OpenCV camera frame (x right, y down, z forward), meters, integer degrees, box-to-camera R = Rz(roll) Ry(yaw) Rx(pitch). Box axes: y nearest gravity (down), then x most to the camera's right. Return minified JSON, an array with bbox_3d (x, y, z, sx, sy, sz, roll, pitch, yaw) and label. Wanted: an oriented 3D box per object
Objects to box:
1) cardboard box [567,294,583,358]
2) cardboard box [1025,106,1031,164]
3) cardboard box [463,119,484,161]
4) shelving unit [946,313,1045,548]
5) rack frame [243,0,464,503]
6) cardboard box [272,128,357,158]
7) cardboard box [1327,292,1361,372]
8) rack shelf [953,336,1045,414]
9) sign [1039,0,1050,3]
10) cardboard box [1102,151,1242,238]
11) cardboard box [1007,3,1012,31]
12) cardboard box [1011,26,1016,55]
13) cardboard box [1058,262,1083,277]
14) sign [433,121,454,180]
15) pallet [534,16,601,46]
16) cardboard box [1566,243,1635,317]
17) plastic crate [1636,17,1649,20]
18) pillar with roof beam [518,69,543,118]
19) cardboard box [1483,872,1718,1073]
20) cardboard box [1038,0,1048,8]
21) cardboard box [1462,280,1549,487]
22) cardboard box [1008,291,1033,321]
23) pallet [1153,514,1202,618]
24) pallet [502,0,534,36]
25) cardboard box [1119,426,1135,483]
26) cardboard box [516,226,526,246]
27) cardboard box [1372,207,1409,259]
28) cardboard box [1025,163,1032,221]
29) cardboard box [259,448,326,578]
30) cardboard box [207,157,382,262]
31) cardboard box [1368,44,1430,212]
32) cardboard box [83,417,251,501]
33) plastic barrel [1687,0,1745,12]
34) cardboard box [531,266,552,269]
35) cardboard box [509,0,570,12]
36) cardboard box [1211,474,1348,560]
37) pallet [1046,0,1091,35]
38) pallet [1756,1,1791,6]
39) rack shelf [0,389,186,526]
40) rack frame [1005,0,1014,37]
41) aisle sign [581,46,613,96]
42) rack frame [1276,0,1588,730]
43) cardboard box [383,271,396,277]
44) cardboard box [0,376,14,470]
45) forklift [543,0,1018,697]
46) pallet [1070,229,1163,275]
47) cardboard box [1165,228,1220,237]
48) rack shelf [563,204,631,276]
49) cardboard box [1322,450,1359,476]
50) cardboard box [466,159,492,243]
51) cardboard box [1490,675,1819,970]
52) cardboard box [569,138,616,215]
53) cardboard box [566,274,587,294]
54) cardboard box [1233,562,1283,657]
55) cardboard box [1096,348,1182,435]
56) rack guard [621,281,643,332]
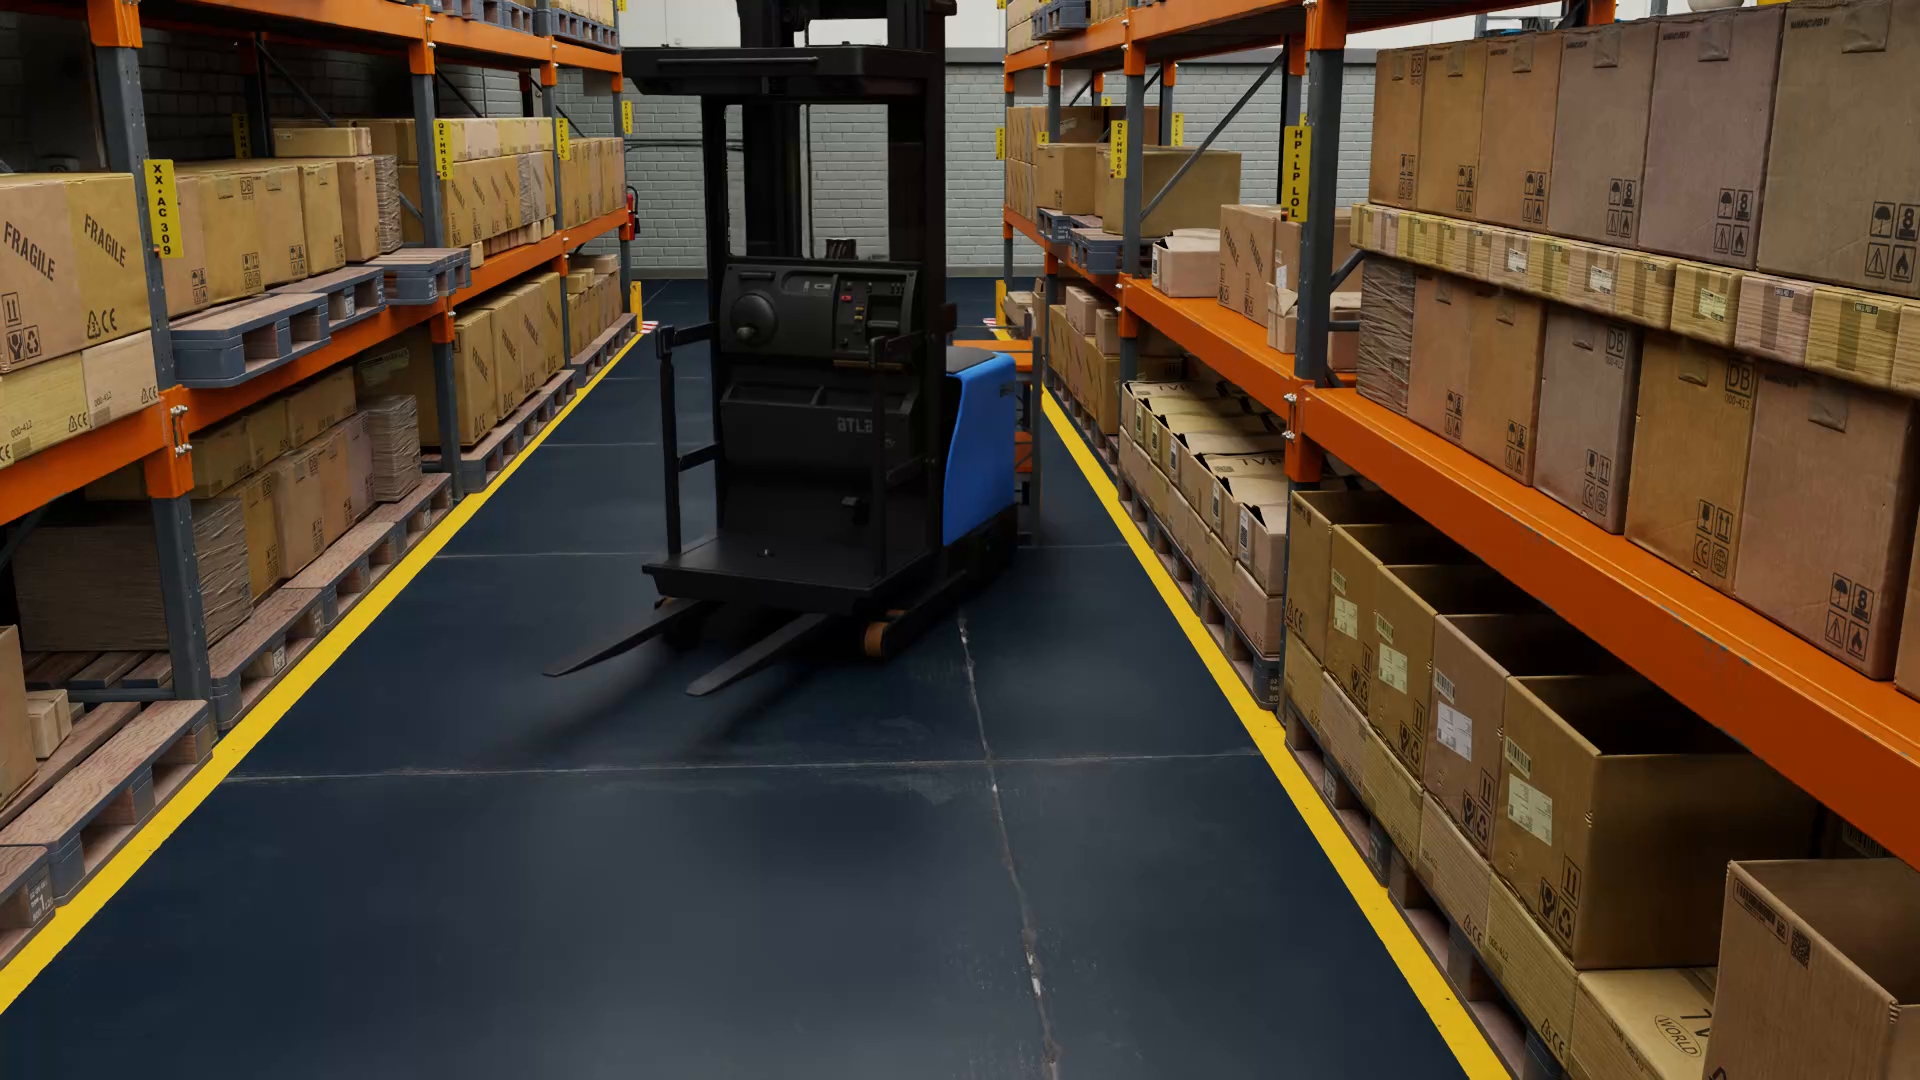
[{"bbox_3d":[-3.668,-1.856,14.393,0.700,0.500,0.500,-1,14,-3],"label":"cardboard box"},{"bbox_3d":[0.864,-3.660,15.024,0.500,0.500,0.500,-1,14,-3],"label":"cardboard box"},{"bbox_3d":[-3.281,-2.496,10.367,0.500,0.250,0.500,-1,14,-4],"label":"cardboard box"},{"bbox_3d":[0.167,-0.634,9.233,0.538,1.125,1.048,0,14,-1],"label":"shelving unit"},{"bbox_3d":[-3.477,-1.681,9.538,1.000,3.000,0.127,-1,14,-3],"label":"rack frame"},{"bbox_3d":[-3.391,-2.091,8.748,0.380,0.149,0.250,-3,15,-13],"label":"cardboard box"},{"bbox_3d":[1.641,-0.812,6.465,0.500,0.250,0.500,0,14,0],"label":"cardboard box"},{"bbox_3d":[0.167,-0.918,9.160,0.538,0.278,1.000,0,14,-1],"label":"rack shelf"},{"bbox_3d":[0.678,-4.446,13.227,0.100,0.325,0.005,-1,14,-3],"label":"sign"},{"bbox_3d":[1.316,-2.165,10.376,0.700,0.500,0.500,-6,16,-22],"label":"cardboard box"},{"bbox_3d":[0.744,-5.238,16.642,0.500,0.250,0.500,-1,14,-3],"label":"cardboard box"},{"bbox_3d":[0.768,-4.871,16.221,0.500,0.250,0.500,-1,14,-3],"label":"cardboard box"},{"bbox_3d":[1.251,-2.619,17.318,0.500,0.500,0.500,-1,14,-3],"label":"cardboard box"},{"bbox_3d":[-2.936,-2.214,9.446,0.100,0.325,0.005,-1,14,-3],"label":"sign"},{"bbox_3d":[-3.837,-4.591,15.010,1.003,0.211,1.213,-1,14,-3],"label":"pallet"},{"bbox_3d":[1.651,-0.609,3.870,0.380,0.149,0.250,-1,14,-4],"label":"cardboard box"},{"bbox_3d":[6.360,-4.531,14.859,0.497,0.269,0.590,-1,14,-3],"label":"plastic crate"},{"bbox_3d":[-0.706,-7.300,19.340,9.100,9.000,0.400,-1,14,-3],"label":"pillar with roof beam"},{"bbox_3d":[1.559,0.983,3.863,0.500,0.250,0.500,-1,14,-3],"label":"cardboard box"},{"bbox_3d":[0.918,-4.492,13.742,0.500,0.250,0.500,-1,14,-3],"label":"cardboard box"},{"bbox_3d":[1.815,-0.445,4.537,0.700,0.500,0.500,-1,14,-3],"label":"cardboard box"},{"bbox_3d":[0.753,-2.365,16.834,0.500,0.250,0.500,-1,14,-3],"label":"cardboard box"},{"bbox_3d":[1.552,0.100,8.212,1.003,0.211,1.213,-1,14,-3],"label":"pallet"},{"bbox_3d":[-3.618,-3.808,12.172,0.805,0.209,1.217,-1,15,-6],"label":"pallet"},{"bbox_3d":[1.207,-0.495,9.606,0.500,0.250,0.500,-1,14,-4],"label":"cardboard box"},{"bbox_3d":[-3.387,-2.230,12.136,0.380,0.149,0.250,-1,14,-3],"label":"cardboard box"},{"bbox_3d":[1.554,-0.994,5.366,0.380,0.149,0.250,-1,14,-3],"label":"cardboard box"},{"bbox_3d":[0.865,-3.177,15.156,0.500,0.500,0.500,-1,14,-2],"label":"cardboard box"},{"bbox_3d":[-3.364,-0.126,7.631,0.700,0.500,0.500,-1,14,-3],"label":"cardboard box"},{"bbox_3d":[-3.376,-1.687,8.479,0.700,0.500,0.500,-2,15,-9],"label":"cardboard box"},{"bbox_3d":[1.749,-1.330,5.370,0.700,0.500,0.500,-1,14,-3],"label":"cardboard box"},{"bbox_3d":[-3.322,-0.344,6.971,0.500,0.250,0.500,-1,14,-5],"label":"cardboard box"},{"bbox_3d":[5.946,-4.415,13.032,0.433,0.535,0.433,0,14,0],"label":"plastic barrel"},{"bbox_3d":[-3.941,-2.454,15.418,0.380,0.149,0.250,-1,14,-4],"label":"cardboard box"},{"bbox_3d":[-3.504,-4.483,13.669,0.500,0.250,0.500,-1,14,-4],"label":"cardboard box"},{"bbox_3d":[1.365,-0.132,7.070,0.500,0.311,0.500,0,14,-2],"label":"cardboard box"},{"bbox_3d":[1.257,-3.693,11.718,1.213,0.211,1.003,-1,14,-3],"label":"pallet"},{"bbox_3d":[6.383,-3.714,11.801,1.003,0.211,1.213,-1,14,-3],"label":"pallet"},{"bbox_3d":[-3.105,0.160,3.828,1.077,0.370,4.000,-1,14,-3],"label":"rack shelf"},{"bbox_3d":[0.972,-6.653,16.824,1.000,3.000,0.127,-1,14,-3],"label":"rack frame"},{"bbox_3d":[-3.677,-4.952,17.035,0.394,0.787,0.004,-1,14,-3],"label":"aisle sign"},{"bbox_3d":[1.715,-0.763,5.973,1.000,3.000,0.127,-1,14,-3],"label":"rack frame"},{"bbox_3d":[-3.266,-1.654,9.899,0.380,0.149,0.250,-1,14,-4],"label":"cardboard box"},{"bbox_3d":[-2.828,-0.261,4.281,0.500,0.250,0.500,-1,14,-4],"label":"cardboard box"},{"bbox_3d":[-0.704,-1.027,7.138,1.130,2.935,3.031,5,15,20],"label":"forklift"},{"bbox_3d":[1.355,-1.833,10.514,1.213,0.211,1.003,-1,14,-3],"label":"pallet"},{"bbox_3d":[1.446,-1.624,9.496,0.500,0.311,0.500,0,14,0],"label":"cardboard box"},{"bbox_3d":[-3.848,-2.824,15.428,1.077,0.370,4.000,-1,14,-3],"label":"rack shelf"},{"bbox_3d":[1.879,-0.266,7.592,0.500,0.311,0.500,-1,14,-5],"label":"cardboard box"},{"bbox_3d":[-3.274,-2.138,10.478,0.500,0.500,0.500,0,14,-2],"label":"cardboard box"},{"bbox_3d":[1.556,0.619,3.769,0.500,0.500,0.500,-1,14,-3],"label":"cardboard box"},{"bbox_3d":[-3.874,-3.508,16.039,0.980,0.700,0.700,-1,14,-4],"label":"cardboard box"},{"bbox_3d":[-3.507,-2.258,14.654,0.380,0.149,0.250,0,14,-2],"label":"cardboard box"},{"bbox_3d":[1.400,0.266,6.646,0.500,0.250,0.500,-1,14,-4],"label":"cardboard box"},{"bbox_3d":[1.175,-0.989,10.986,0.500,0.500,0.500,0,14,-1],"label":"cardboard box"},{"bbox_3d":[-3.974,-2.466,17.606,1.175,0.500,0.348,-1,14,-3],"label":"rack guard"}]
